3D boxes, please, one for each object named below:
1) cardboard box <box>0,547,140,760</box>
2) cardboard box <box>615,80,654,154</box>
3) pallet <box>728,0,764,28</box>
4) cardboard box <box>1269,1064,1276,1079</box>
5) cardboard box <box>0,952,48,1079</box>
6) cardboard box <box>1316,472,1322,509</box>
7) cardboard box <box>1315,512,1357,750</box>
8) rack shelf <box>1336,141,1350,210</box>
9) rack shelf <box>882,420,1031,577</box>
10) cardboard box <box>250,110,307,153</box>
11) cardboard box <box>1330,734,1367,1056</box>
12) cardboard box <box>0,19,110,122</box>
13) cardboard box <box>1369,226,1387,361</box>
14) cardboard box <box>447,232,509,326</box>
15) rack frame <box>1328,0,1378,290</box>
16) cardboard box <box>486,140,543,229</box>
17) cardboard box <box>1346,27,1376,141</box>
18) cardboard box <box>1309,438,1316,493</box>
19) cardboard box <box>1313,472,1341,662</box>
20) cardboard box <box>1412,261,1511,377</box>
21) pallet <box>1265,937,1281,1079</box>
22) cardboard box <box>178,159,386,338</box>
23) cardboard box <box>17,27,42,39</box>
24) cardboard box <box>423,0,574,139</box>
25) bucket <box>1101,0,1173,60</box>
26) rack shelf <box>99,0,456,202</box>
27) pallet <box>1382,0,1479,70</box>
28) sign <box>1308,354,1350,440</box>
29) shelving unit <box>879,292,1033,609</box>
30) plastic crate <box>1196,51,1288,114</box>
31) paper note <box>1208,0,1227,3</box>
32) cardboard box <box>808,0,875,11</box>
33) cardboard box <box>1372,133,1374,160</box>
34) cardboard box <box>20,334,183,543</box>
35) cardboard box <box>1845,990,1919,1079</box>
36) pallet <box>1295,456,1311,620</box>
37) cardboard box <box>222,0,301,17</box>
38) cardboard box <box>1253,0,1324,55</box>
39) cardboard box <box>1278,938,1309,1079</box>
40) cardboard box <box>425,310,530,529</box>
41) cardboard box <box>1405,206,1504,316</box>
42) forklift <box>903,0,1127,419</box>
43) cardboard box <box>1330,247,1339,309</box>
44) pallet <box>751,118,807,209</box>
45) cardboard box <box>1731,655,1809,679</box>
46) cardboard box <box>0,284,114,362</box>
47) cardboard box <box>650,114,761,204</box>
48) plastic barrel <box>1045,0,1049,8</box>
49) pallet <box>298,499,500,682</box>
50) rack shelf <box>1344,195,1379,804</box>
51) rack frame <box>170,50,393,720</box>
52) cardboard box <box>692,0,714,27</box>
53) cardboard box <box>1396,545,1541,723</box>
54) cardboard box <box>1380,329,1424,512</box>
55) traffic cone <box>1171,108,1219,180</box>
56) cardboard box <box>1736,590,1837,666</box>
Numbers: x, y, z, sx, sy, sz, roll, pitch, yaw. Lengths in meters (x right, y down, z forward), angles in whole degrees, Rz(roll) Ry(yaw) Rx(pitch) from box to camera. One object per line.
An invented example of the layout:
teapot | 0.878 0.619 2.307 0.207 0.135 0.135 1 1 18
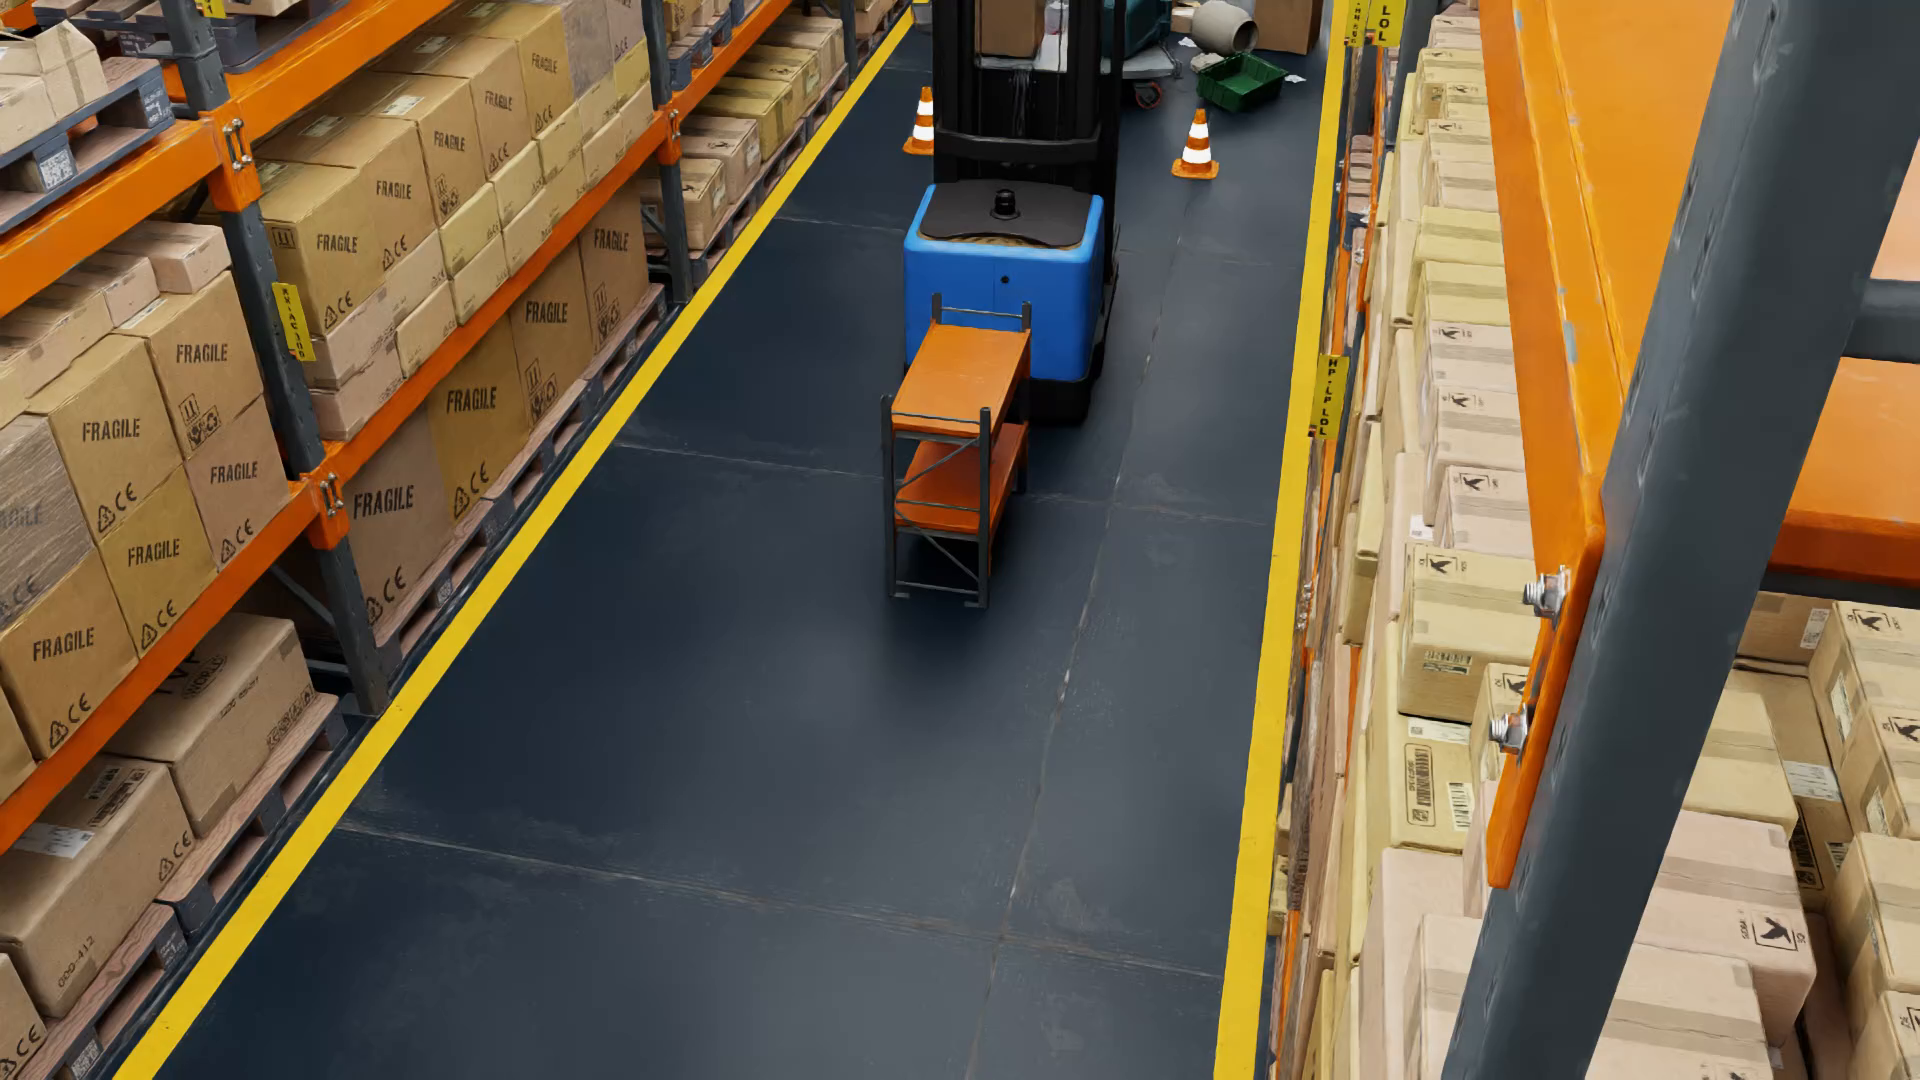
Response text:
cardboard box | -3.111 0.334 5.418 0.500 0.500 0.500 7 36 9
cardboard box | -2.064 -2.419 9.430 0.500 0.250 0.500 6 36 8
pallet | -1.827 -3.865 11.460 1.003 0.211 1.213 7 37 10
cardboard box | 1.162 1.831 5.255 0.380 0.149 0.250 7 37 10
cardboard box | -3.688 1.735 5.396 0.875 0.438 0.875 8 37 11
cardboard box | 1.828 -0.160 7.318 0.500 0.250 0.500 9 37 12
cardboard box | 1.225 0.300 4.360 0.500 0.500 0.500 8 37 11
rack shelf | 3.075 -3.095 10.848 1.077 0.370 4.000 7 37 10
rack shelf | -0.001 -0.254 8.328 0.538 0.278 1.000 7 37 10
cardboard box | -3.111 -1.540 7.151 0.500 0.500 0.500 8 37 11
cardboard box | 0.879 0.605 2.701 0.500 0.250 0.500 7 37 10
cardboard box | -2.888 -1.474 5.113 0.396 0.266 0.258 8 37 11
cardboard box | 1.338 -0.580 4.336 0.500 0.250 0.500 7 36 9
cardboard box | -2.478 -1.256 7.825 0.500 0.250 0.500 7 37 10
rack frame | 2.648 -2.240 9.054 1.000 3.000 0.127 7 37 10
cardboard box | -2.371 -1.746 8.075 0.500 0.250 0.500 6 36 9
cardboard box | 2.481 -2.572 9.428 0.500 0.500 0.500 7 37 10
cardboard box | 2.038 -0.441 8.344 0.500 0.500 0.500 6 36 9
cardboard box | 1.441 0.145 5.426 0.500 0.500 0.500 7 36 9
cardboard box | 1.124 -0.429 3.362 0.380 0.149 0.250 6 36 9
pallet | 1.684 1.572 6.171 1.003 0.211 1.213 7 37 10
cardboard box | -2.689 -1.171 6.642 0.500 0.500 0.500 8 37 11
cardboard box | -6.781 -3.362 12.269 0.875 0.625 0.625 8 37 11
cardboard box | -2.279 -2.339 8.255 0.500 0.500 0.500 7 37 10
bucket | 1.279 -4.190 13.239 0.726 0.611 0.620 20 51 26
rack shelf | -2.637 -2.579 7.579 1.077 0.370 4.000 7 37 10
pallet | 2.248 -2.021 6.356 1.213 0.211 1.003 7 37 10
sign | 1.250 -0.483 5.644 0.100 0.325 0.005 7 37 10
shelving unit | -0.001 -0.452 8.185 0.538 1.125 1.048 7 37 10
plastic crate | 2.259 -3.682 13.391 0.450 0.188 0.662 36 48 26
paper note | 2.372 -4.961 15.341 0.144 0.017 0.142 20 41 26
cardboard box | -0.966 -4.760 13.878 0.500 0.500 0.500 9 37 12
cardboard box | 2.355 -2.077 8.686 0.380 0.149 0.250 7 36 9
cardboard box | -3.012 -0.359 5.523 0.500 0.500 0.500 7 36 9
cardboard box | 1.231 0.672 1.843 0.380 0.149 0.250 7 37 10
pallet | 2.216 0.034 8.293 1.003 0.211 1.213 7 37 10
cardboard box | -2.615 -2.082 6.038 0.396 0.266 0.258 7 37 10
cardboard box | 2.831 -4.541 14.357 0.500 0.500 0.500 14 38 18
cardboard box | 0.997 1.309 3.819 0.500 0.500 0.500 7 37 10
cardboard box | -2.825 -0.703 8.387 0.875 0.875 0.875 8 37 11
cardboard box | 1.167 -0.580 3.571 0.380 0.149 0.250 9 37 12
forklift | 0.425 -2.724 9.781 1.130 2.935 3.031 5 36 7
cardboard box | 2.264 -1.336 8.941 0.500 0.250 0.500 6 36 8
pallet | -1.779 -2.818 12.229 1.003 0.211 1.213 7 37 10
cardboard box | 1.516 0.184 2.856 0.500 0.250 0.500 8 37 11
cardboard box | -3.044 -0.721 5.470 0.380 0.149 0.250 7 37 10
cardboard box | -1.930 -2.655 11.509 0.950 0.372 0.625 7 36 9
plastic barrel | 0.537 -4.972 15.019 0.421 0.421 0.512 -24 42 -30
pallet | -2.973 0.168 8.108 1.003 0.211 1.213 7 37 10
rack shelf | 1.366 0.277 3.639 1.077 0.370 4.000 7 37 10
rack frame | -3.064 -0.509 6.667 1.000 3.000 0.127 7 37 10
cardboard box | -1.762 -3.343 10.432 0.380 0.149 0.250 5 36 7
cardboard box | 0.876 0.160 2.549 0.380 0.149 0.250 8 37 11
cardboard box | 1.128 -0.180 3.358 0.500 0.250 0.500 6 36 8
traffic cone | 1.740 -2.926 12.163 0.336 0.463 0.334 7 37 10
cardboard box | 1.436 0.081 2.658 0.380 0.149 0.250 8 37 11
